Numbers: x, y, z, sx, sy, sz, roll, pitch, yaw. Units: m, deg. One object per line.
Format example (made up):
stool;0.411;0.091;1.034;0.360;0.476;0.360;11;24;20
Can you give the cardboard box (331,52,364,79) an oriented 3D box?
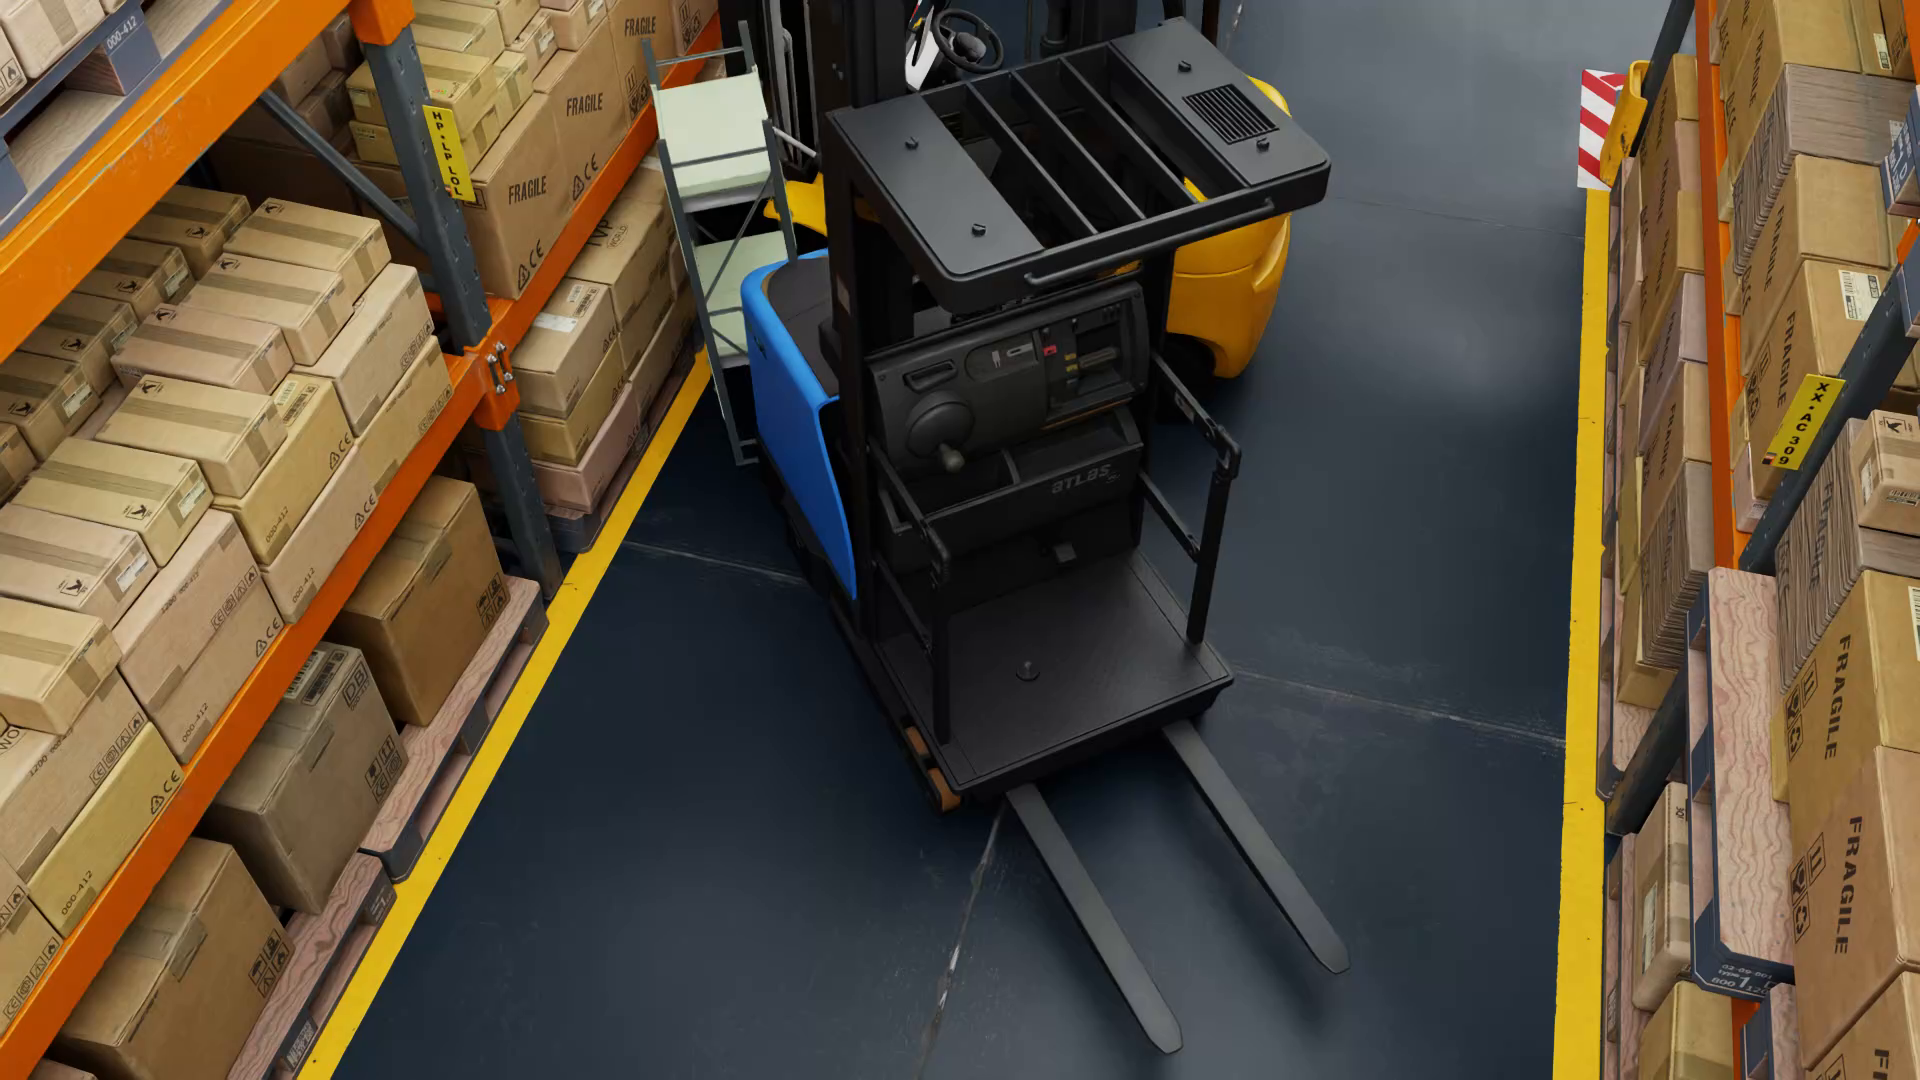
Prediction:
cardboard box;-2.183;-1.614;5.593;0.380;0.149;0.250;10;49;9

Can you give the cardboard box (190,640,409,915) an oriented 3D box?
cardboard box;-2.391;0.692;5.362;0.875;0.625;0.625;11;50;10

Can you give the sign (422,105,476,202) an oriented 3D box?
sign;-1.527;-1.151;4.965;0.100;0.325;0.005;12;50;10

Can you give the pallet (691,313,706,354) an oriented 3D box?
pallet;-1.484;-1.424;7.785;1.003;0.211;1.213;12;50;10

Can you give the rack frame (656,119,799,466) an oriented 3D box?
rack frame;-0.775;-0.871;6.210;0.400;1.500;0.023;-12;45;-5

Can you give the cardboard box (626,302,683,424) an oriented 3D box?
cardboard box;-1.487;-0.779;6.909;0.500;0.250;0.500;11;49;9

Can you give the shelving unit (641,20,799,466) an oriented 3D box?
shelving unit;-0.850;-1.121;6.467;0.431;1.500;0.755;-12;45;-5

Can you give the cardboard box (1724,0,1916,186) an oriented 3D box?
cardboard box;3.005;-1.541;5.763;0.500;0.500;0.500;11;49;9

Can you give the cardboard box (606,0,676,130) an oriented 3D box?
cardboard box;-1.431;-1.944;6.317;0.500;0.500;0.500;11;50;10

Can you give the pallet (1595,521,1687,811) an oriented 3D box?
pallet;2.880;0.512;6.076;1.003;0.211;1.213;12;50;10

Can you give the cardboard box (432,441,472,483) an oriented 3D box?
cardboard box;-2.120;-0.515;6.676;0.500;0.250;0.500;12;50;10

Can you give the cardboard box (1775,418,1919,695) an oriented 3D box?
cardboard box;2.337;0.094;4.040;0.500;0.500;0.500;13;50;11

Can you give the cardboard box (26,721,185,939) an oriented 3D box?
cardboard box;-2.349;0.664;4.182;0.500;0.250;0.500;13;50;11

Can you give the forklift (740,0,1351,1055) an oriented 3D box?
forklift;0.268;-0.403;5.069;1.130;2.935;3.031;-20;51;-17

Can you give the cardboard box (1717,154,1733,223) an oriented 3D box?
cardboard box;2.921;-1.235;5.926;0.380;0.149;0.250;12;50;10

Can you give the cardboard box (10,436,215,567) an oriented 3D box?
cardboard box;-2.165;-0.101;4.258;0.380;0.149;0.250;10;49;9

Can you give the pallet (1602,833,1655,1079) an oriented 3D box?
pallet;2.534;1.568;5.144;1.003;0.211;1.213;12;50;10

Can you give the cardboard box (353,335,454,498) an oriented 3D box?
cardboard box;-1.933;-0.429;5.147;0.500;0.250;0.500;13;50;11

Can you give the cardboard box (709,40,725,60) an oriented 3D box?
cardboard box;-1.072;-2.216;7.511;0.500;0.250;0.500;12;50;11

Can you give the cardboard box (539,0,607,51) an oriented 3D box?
cardboard box;-1.470;-1.866;5.816;0.380;0.149;0.250;13;50;11

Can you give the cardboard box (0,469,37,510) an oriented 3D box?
cardboard box;-2.721;0.037;4.402;0.500;0.250;0.500;10;49;9

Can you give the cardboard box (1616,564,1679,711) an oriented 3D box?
cardboard box;2.633;0.372;5.893;0.500;0.250;0.500;14;50;12

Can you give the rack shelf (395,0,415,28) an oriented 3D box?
rack shelf;-1.526;-3.096;5.880;1.077;0.370;4.000;12;50;10

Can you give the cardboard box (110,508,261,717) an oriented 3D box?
cardboard box;-2.204;0.137;4.314;0.500;0.250;0.500;12;50;11

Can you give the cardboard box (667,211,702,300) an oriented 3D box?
cardboard box;-1.353;-1.304;7.040;0.500;0.250;0.500;11;50;10

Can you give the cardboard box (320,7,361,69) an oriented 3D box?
cardboard box;-2.154;-1.705;5.475;0.380;0.149;0.250;10;49;9

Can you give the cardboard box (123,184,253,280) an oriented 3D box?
cardboard box;-2.352;-0.930;4.990;0.380;0.149;0.250;11;49;9

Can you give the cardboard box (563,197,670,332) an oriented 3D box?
cardboard box;-1.478;-1.110;6.535;0.500;0.250;0.500;12;50;10

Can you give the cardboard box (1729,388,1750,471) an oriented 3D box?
cardboard box;2.587;-0.309;5.109;0.380;0.149;0.250;13;50;11

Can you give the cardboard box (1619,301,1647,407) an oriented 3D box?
cardboard box;3.038;-0.746;6.881;0.500;0.250;0.500;15;50;13

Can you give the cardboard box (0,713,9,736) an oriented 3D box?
cardboard box;-2.433;0.436;3.784;0.380;0.149;0.250;12;50;10

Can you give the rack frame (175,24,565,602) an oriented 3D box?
rack frame;-2.053;-0.895;5.458;1.000;3.000;0.127;12;50;10

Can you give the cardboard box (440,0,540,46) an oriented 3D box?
cardboard box;-1.642;-1.806;5.564;0.380;0.149;0.250;11;49;9

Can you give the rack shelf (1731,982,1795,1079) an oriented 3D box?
rack shelf;2.211;1.767;3.589;1.077;0.370;4.000;12;50;10

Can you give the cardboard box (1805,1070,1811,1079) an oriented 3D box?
cardboard box;2.037;1.119;3.568;0.380;0.149;0.250;12;50;10

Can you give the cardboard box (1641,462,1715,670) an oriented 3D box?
cardboard box;2.634;0.124;5.612;0.500;0.500;0.500;11;49;10

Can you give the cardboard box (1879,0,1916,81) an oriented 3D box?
cardboard box;3.425;-1.774;5.302;0.700;0.500;0.500;11;50;10

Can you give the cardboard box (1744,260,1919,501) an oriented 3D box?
cardboard box;2.614;-0.420;4.774;0.500;0.500;0.500;10;49;9

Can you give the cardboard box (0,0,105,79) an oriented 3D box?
cardboard box;-2.049;-1.121;3.477;0.380;0.149;0.250;11;50;10

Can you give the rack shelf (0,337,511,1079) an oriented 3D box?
rack shelf;-2.579;0.790;4.451;1.077;0.370;4.000;12;50;10

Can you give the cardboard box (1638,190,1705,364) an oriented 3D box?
cardboard box;3.032;-1.002;6.606;0.500;0.500;0.500;12;50;11

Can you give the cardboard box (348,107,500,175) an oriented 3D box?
cardboard box;-1.715;-1.321;5.335;0.380;0.149;0.250;11;49;9

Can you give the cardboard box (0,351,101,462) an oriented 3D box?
cardboard box;-2.587;-0.377;4.502;0.380;0.149;0.250;11;50;10

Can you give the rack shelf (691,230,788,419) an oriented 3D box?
rack shelf;-0.821;-0.893;6.698;0.431;0.370;0.720;-12;45;-5

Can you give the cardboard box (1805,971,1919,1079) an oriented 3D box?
cardboard box;1.938;1.185;3.077;0.500;0.500;0.500;10;49;8

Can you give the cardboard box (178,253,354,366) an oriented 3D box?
cardboard box;-1.979;-0.661;4.752;0.380;0.149;0.250;11;49;9
